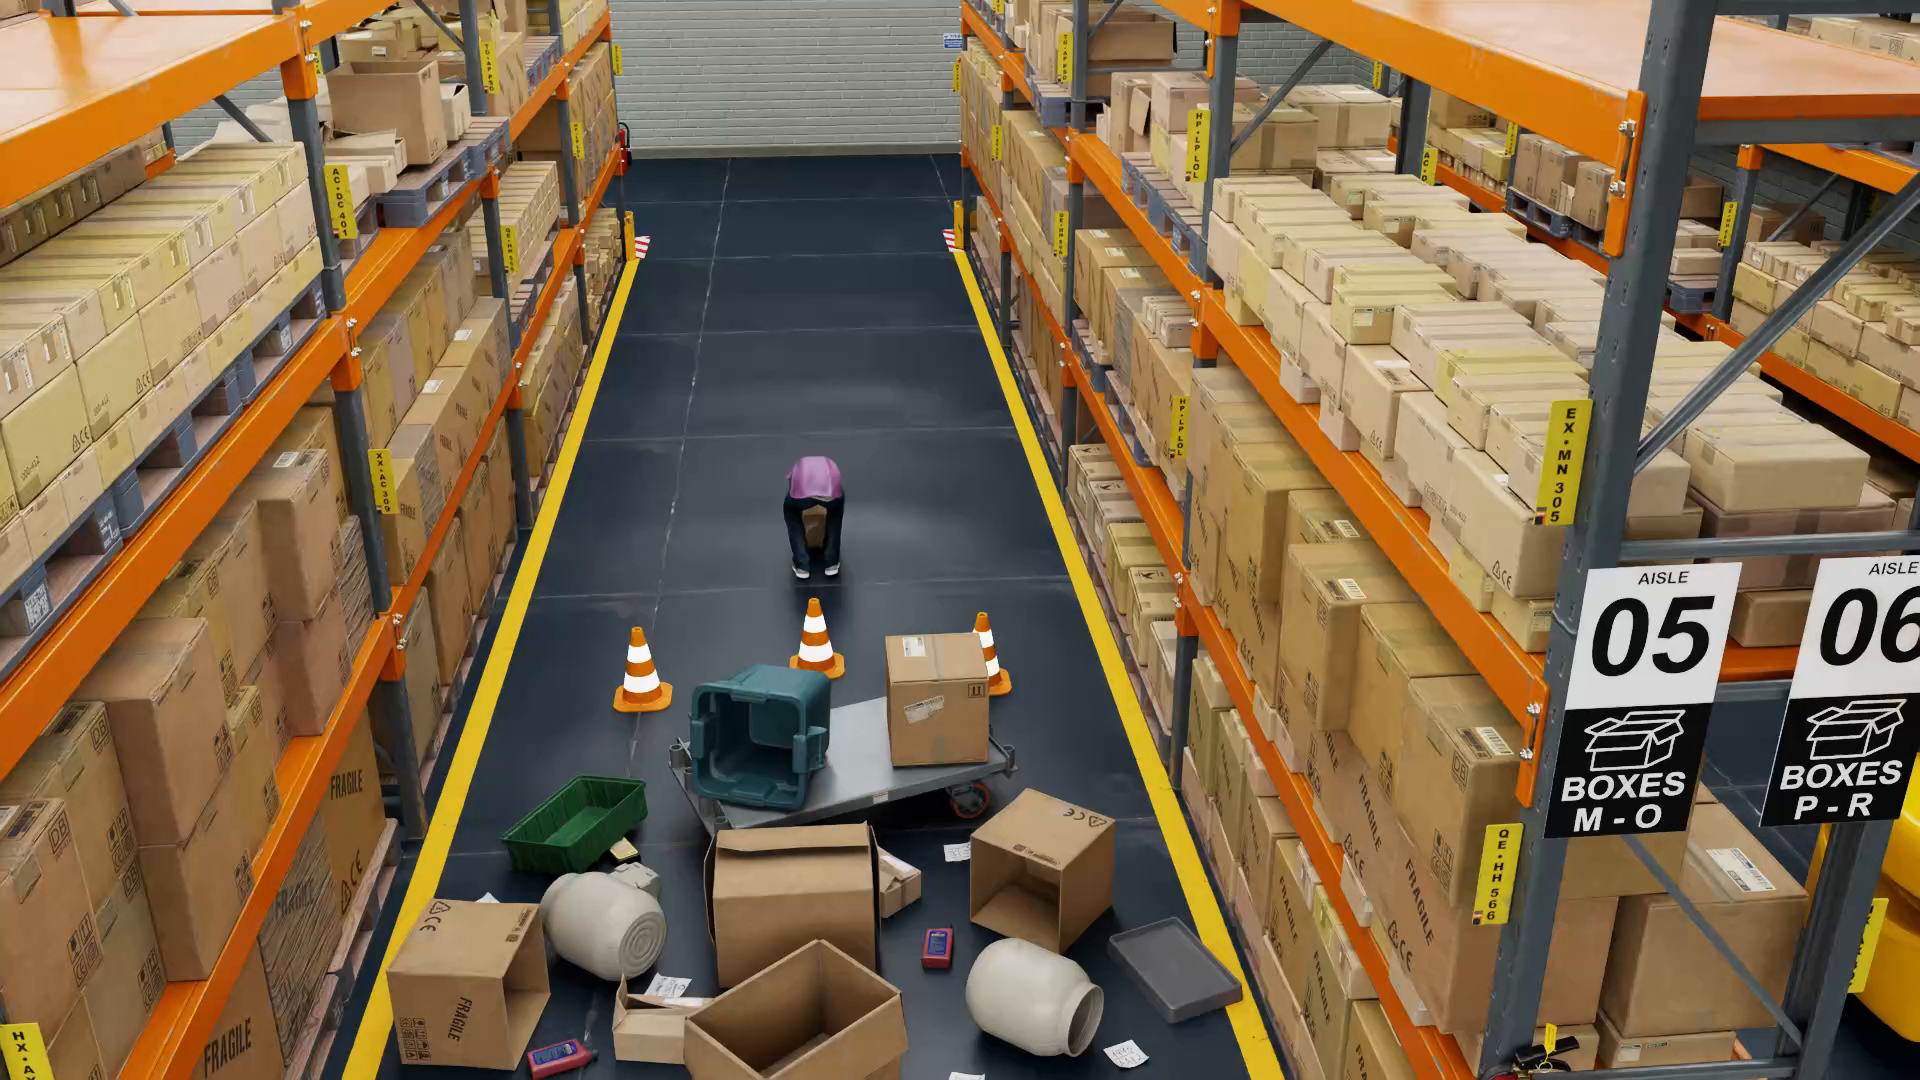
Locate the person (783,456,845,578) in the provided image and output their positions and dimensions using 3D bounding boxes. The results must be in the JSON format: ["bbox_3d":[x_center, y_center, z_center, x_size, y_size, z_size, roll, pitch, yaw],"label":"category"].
[{"bbox_3d":[-1.012,-0.208,11.526,0.423,0.823,0.853,-3,24,-8],"label":"person"}]
